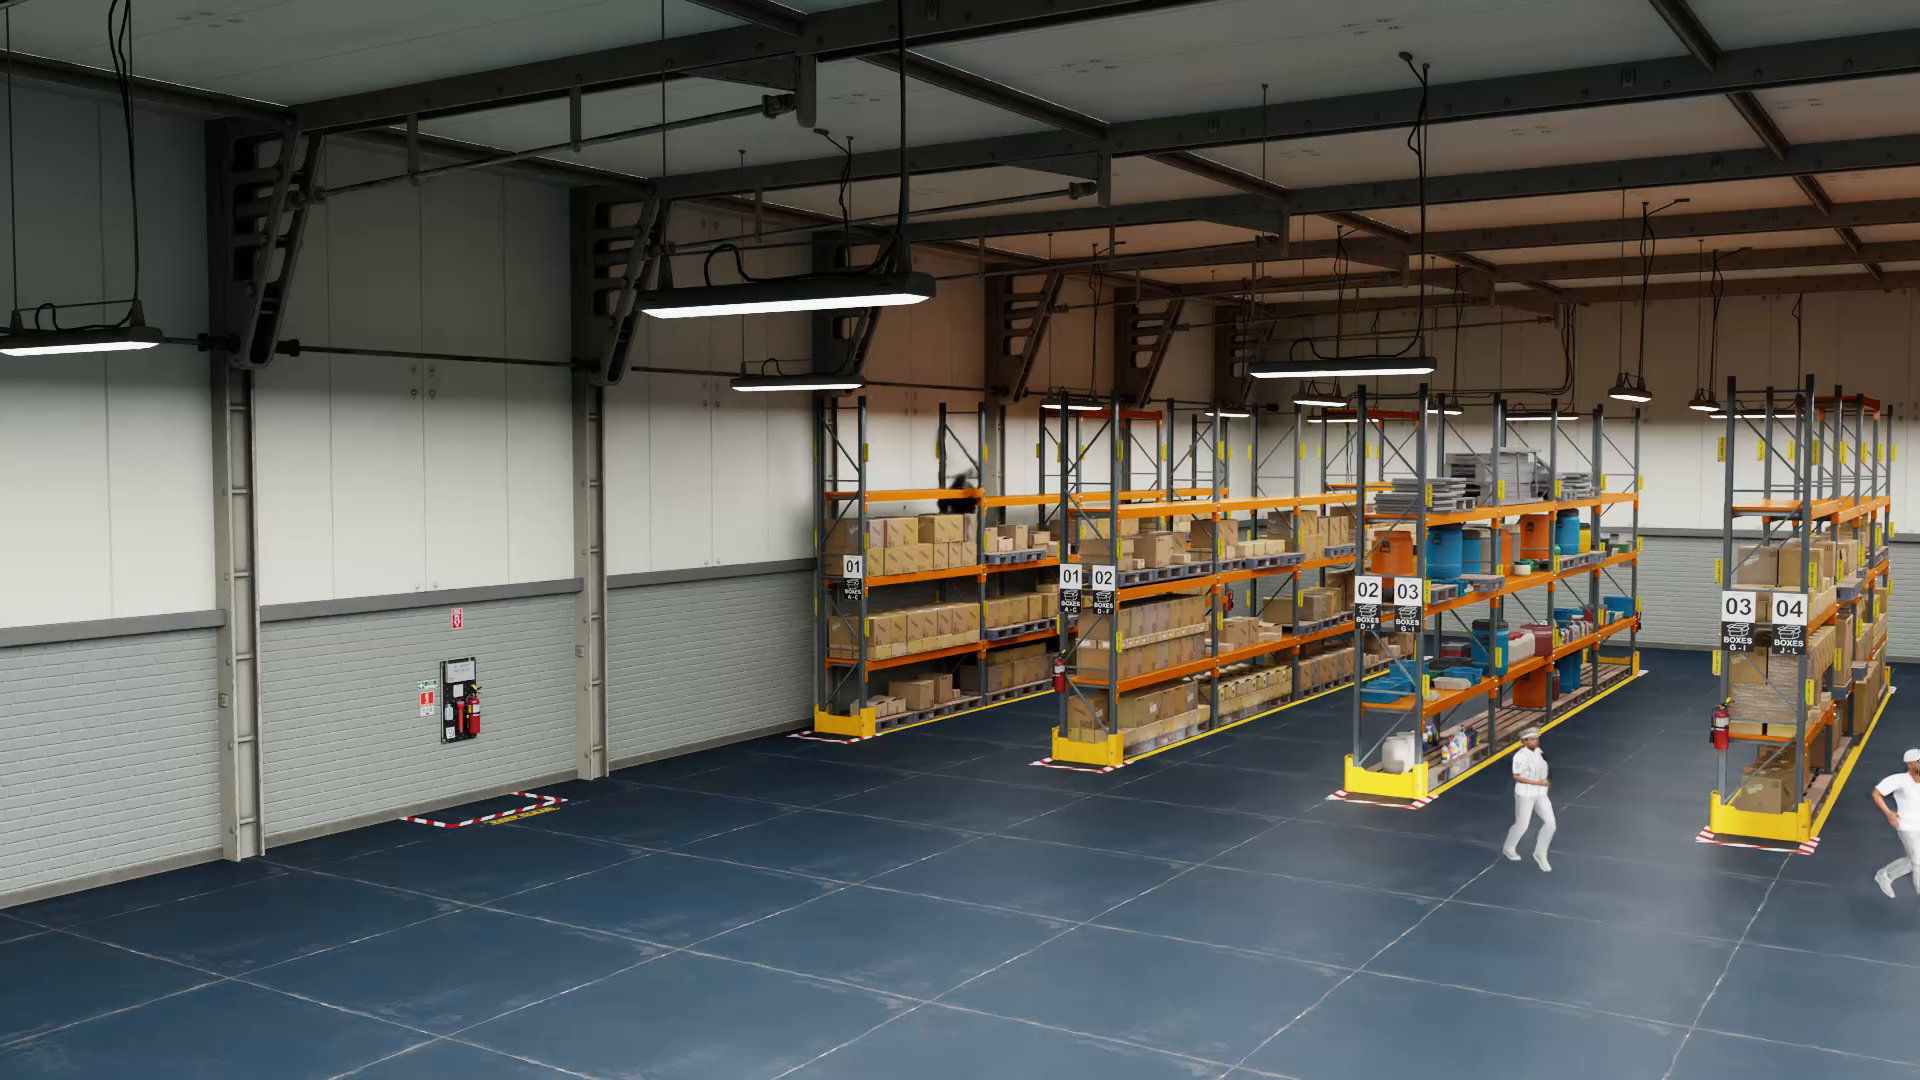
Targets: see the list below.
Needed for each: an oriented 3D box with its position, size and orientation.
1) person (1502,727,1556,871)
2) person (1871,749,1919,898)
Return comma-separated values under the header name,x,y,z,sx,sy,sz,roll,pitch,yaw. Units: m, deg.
name,x,y,z,sx,sy,sz,roll,pitch,yaw
person,6.889,3.114,20.111,0.576,1.747,0.726,-1,3,-23
person,10.368,3.156,18.084,0.697,1.776,0.978,-1,3,-21
